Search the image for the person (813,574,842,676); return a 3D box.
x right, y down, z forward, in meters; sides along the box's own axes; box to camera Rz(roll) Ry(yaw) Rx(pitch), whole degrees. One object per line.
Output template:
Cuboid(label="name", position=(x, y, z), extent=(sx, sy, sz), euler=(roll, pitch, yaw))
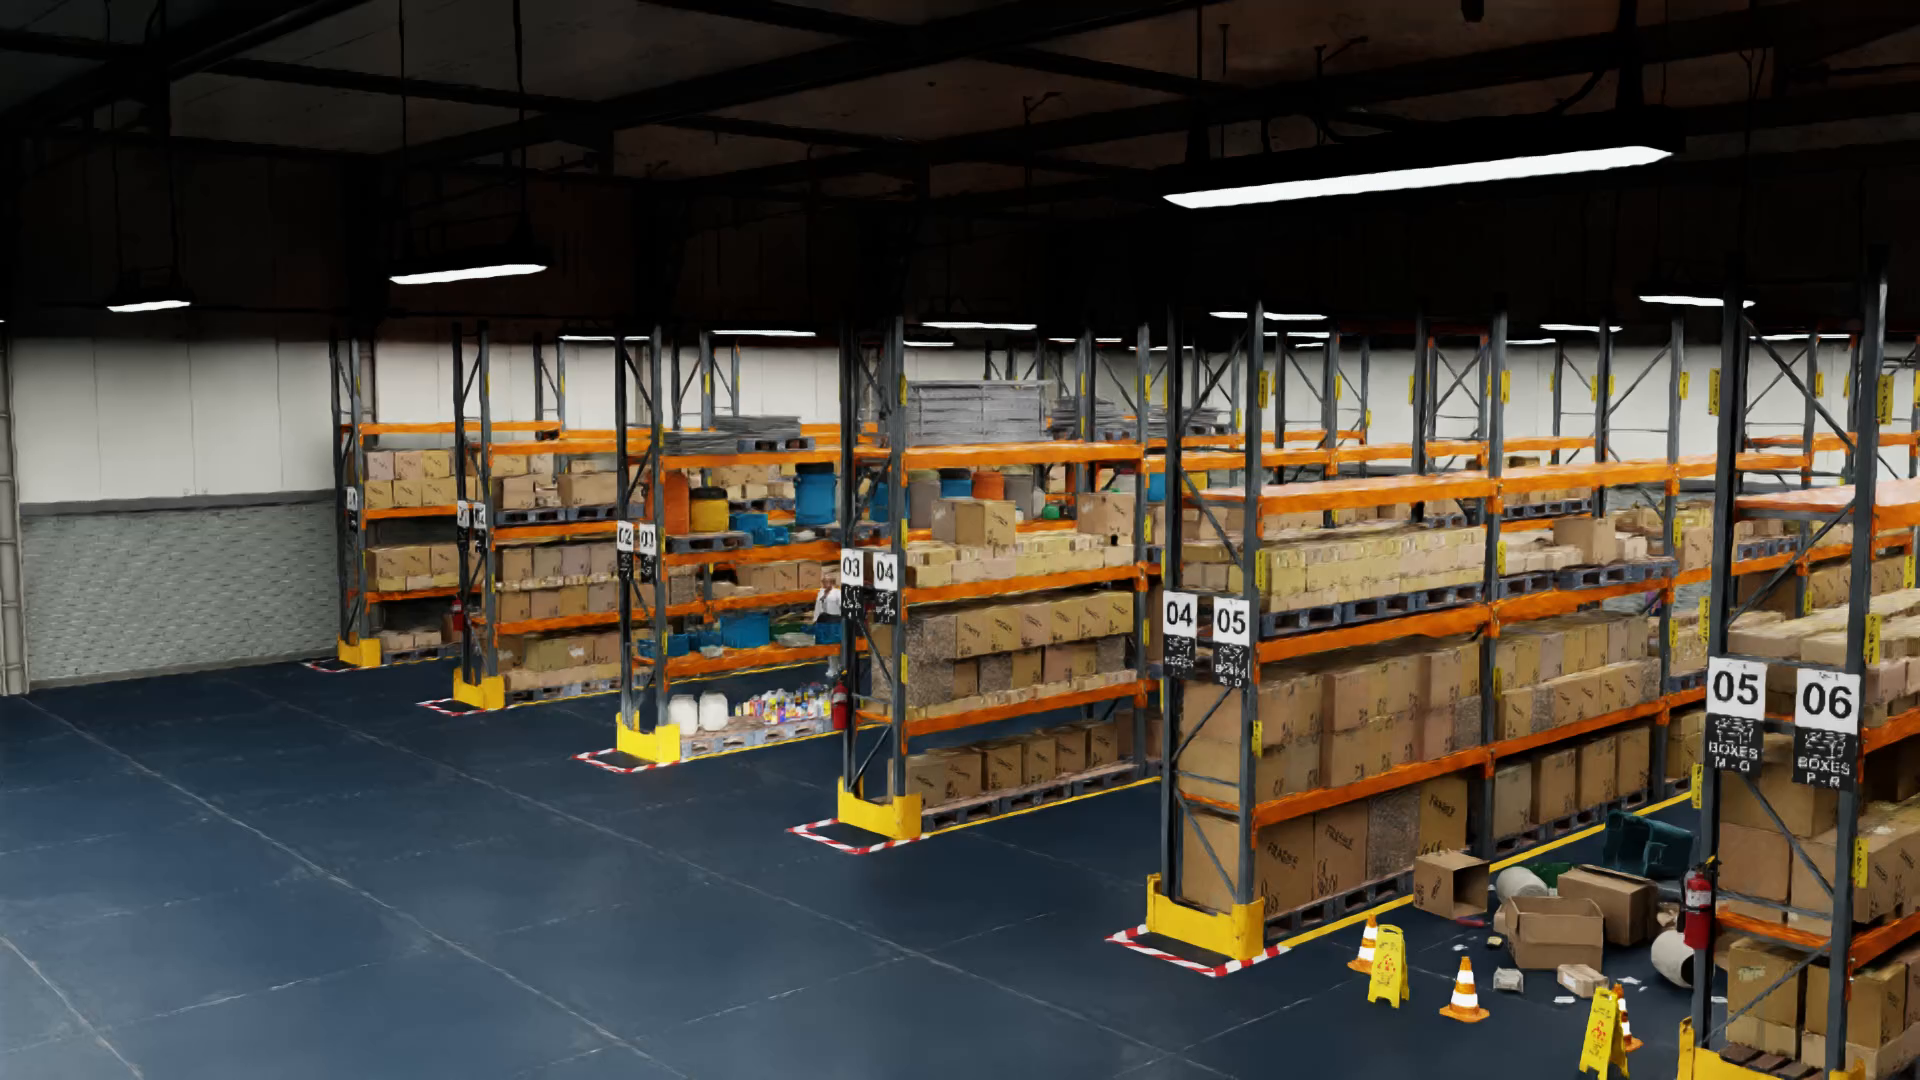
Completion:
Cuboid(label="person", position=(-2.158, 1.449, 28.855), extent=(0.731, 1.746, 0.770), euler=(5, 7, 40))

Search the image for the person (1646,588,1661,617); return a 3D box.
Cuboid(label="person", position=(13.097, 1.277, 31.265), extent=(0.397, 1.589, 0.550), euler=(2, 6, 15))

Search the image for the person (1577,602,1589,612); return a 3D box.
Cuboid(label="person", position=(9.669, 1.777, 25.905), extent=(0.573, 1.642, 0.551), euler=(-1, 6, -14))
